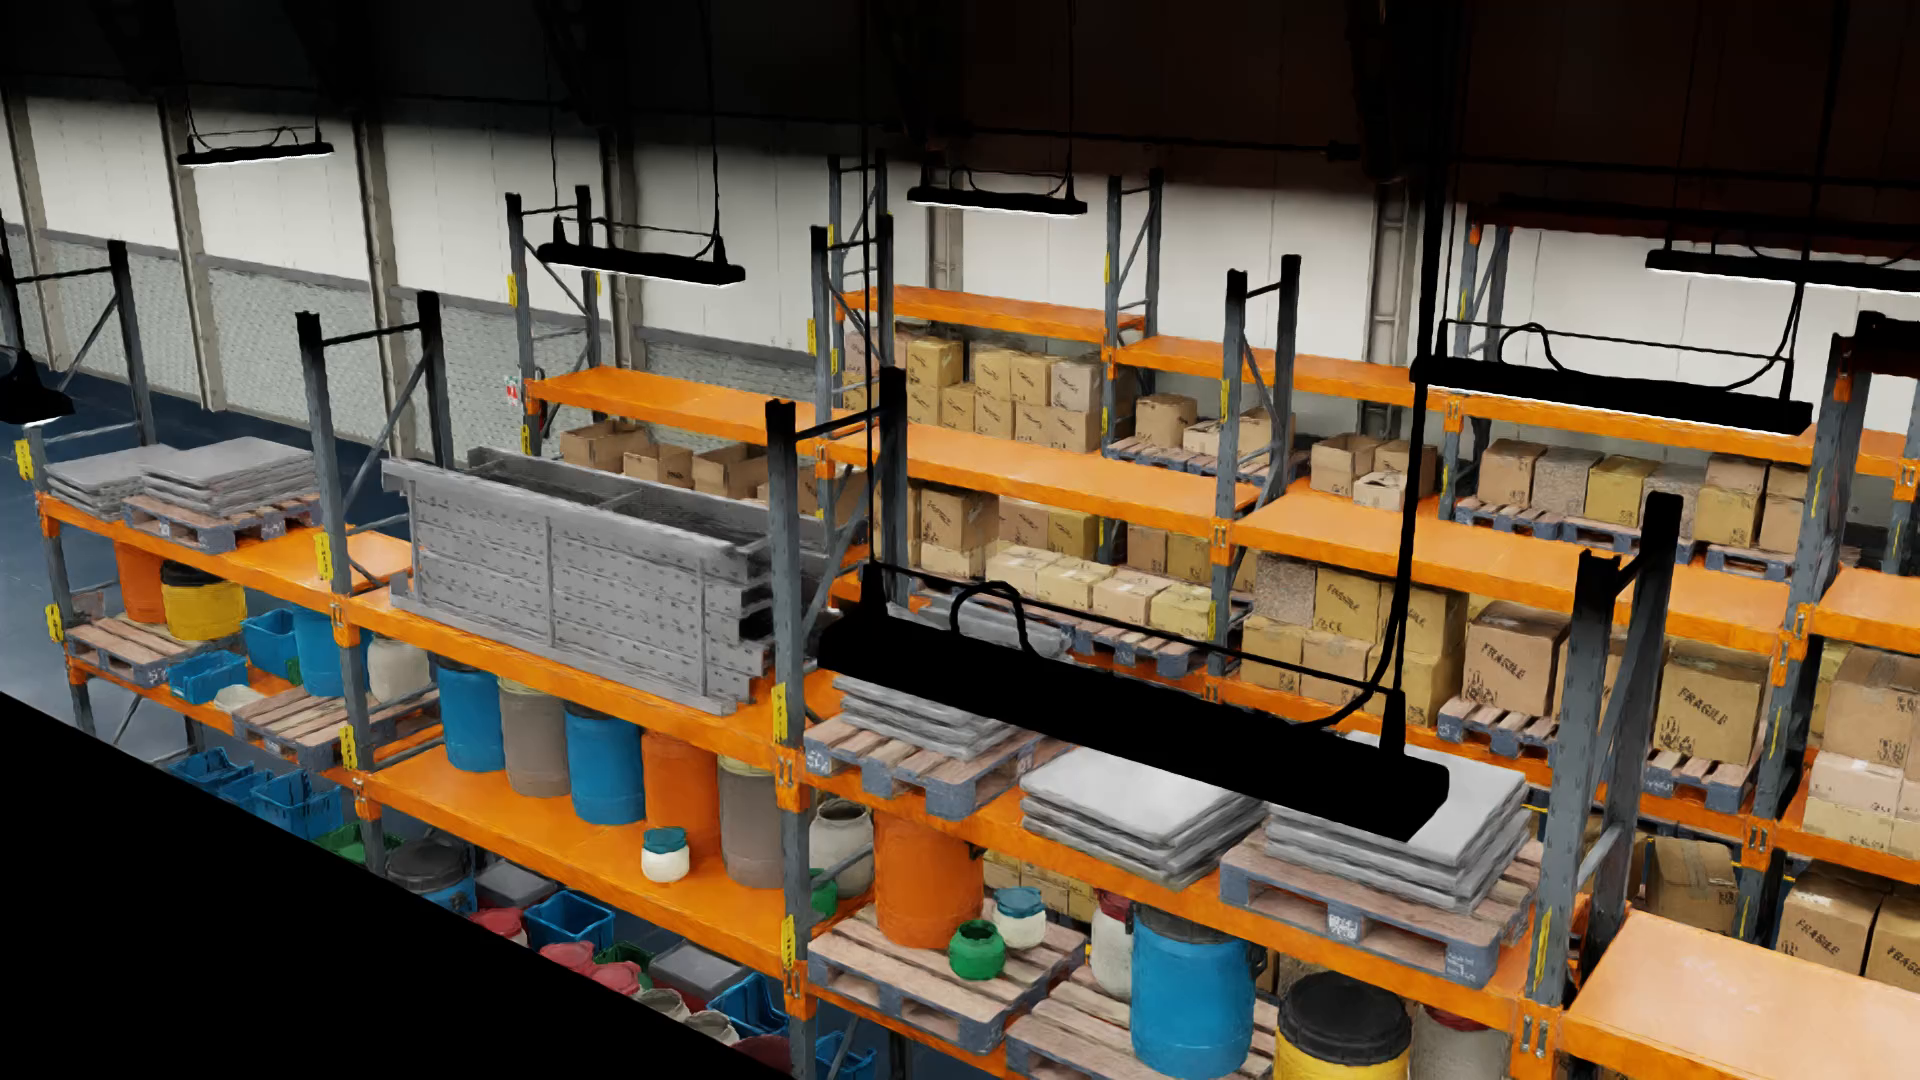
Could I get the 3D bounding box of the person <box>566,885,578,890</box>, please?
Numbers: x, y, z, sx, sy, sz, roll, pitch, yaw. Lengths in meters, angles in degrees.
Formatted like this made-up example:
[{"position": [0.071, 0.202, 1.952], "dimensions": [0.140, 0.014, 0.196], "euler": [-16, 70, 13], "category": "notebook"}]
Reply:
[{"position": [-3.647, 2.341, 15.251], "dimensions": [0.605, 1.789, 0.451], "euler": [2, 19, 7], "category": "person"}]
